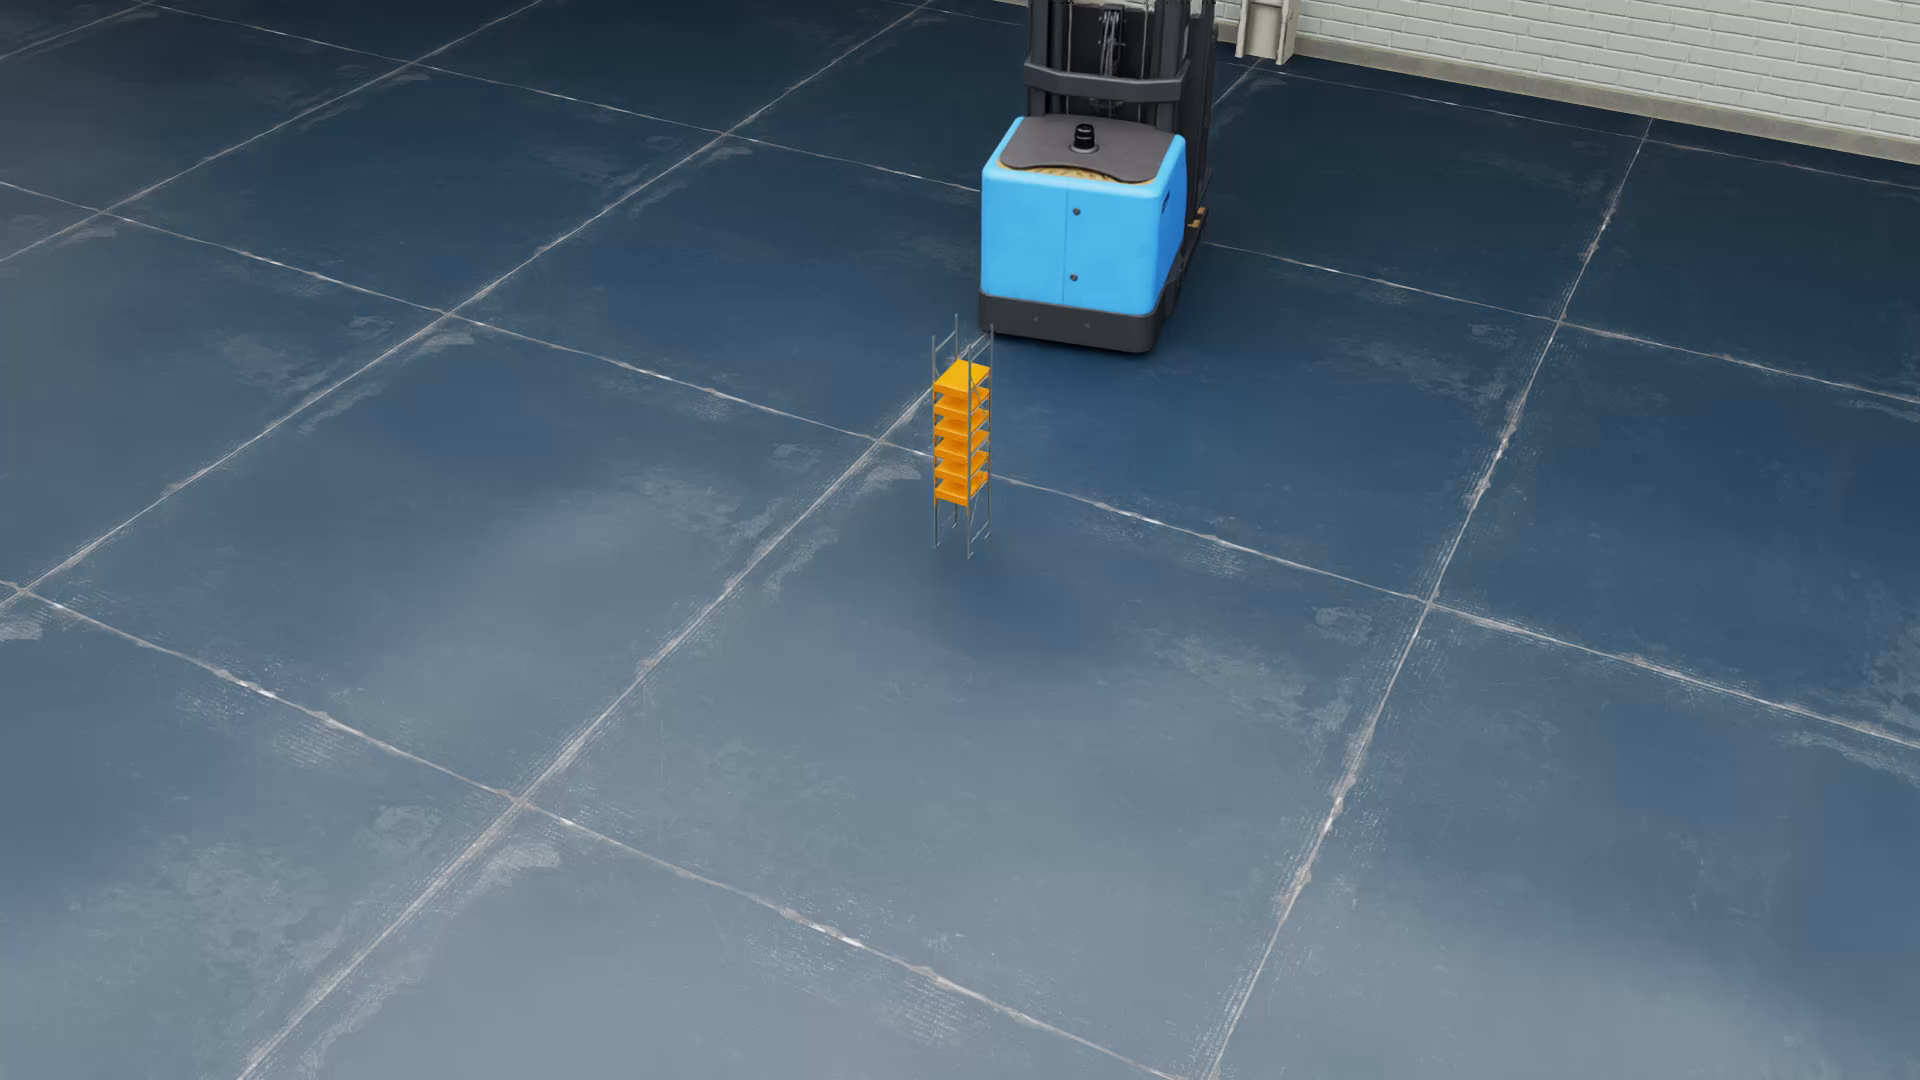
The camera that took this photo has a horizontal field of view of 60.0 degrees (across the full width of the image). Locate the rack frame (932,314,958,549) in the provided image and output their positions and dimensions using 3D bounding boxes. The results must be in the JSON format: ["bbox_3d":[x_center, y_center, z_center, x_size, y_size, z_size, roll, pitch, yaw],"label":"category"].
[{"bbox_3d":[-0.068,-0.499,7.935,0.006,1.200,0.240,17,41,21],"label":"rack frame"}]

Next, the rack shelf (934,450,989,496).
[{"bbox_3d":[0.013,-0.343,8.001,0.180,0.103,0.258,17,41,21],"label":"rack shelf"}]

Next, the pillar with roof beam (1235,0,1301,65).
[{"bbox_3d":[0.483,-5.199,7.676,0.400,9.000,9.100,17,41,21],"label":"pillar with roof beam"}]

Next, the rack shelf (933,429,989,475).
[{"bbox_3d":[0.013,-0.438,7.929,0.180,0.103,0.258,17,41,21],"label":"rack shelf"}]

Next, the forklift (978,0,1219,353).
[{"bbox_3d":[1.009,-3.139,9.981,1.130,2.935,3.031,10,38,13],"label":"forklift"}]

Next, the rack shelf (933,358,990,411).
[{"bbox_3d":[0.013,-0.725,7.711,0.180,0.103,0.258,17,41,21],"label":"rack shelf"}]

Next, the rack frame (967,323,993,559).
[{"bbox_3d":[0.094,-0.448,7.868,0.006,1.200,0.240,17,41,21],"label":"rack frame"}]

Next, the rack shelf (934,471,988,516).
[{"bbox_3d":[0.013,-0.247,8.074,0.180,0.103,0.258,17,41,21],"label":"rack shelf"}]

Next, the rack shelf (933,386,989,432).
[{"bbox_3d":[0.013,-0.630,7.783,0.180,0.103,0.258,17,41,21],"label":"rack shelf"}]

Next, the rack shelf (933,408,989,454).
[{"bbox_3d":[0.013,-0.534,7.856,0.180,0.103,0.258,17,41,21],"label":"rack shelf"}]

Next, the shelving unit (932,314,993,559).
[{"bbox_3d":[0.013,-0.474,7.902,0.189,1.200,0.258,17,41,21],"label":"shelving unit"}]
